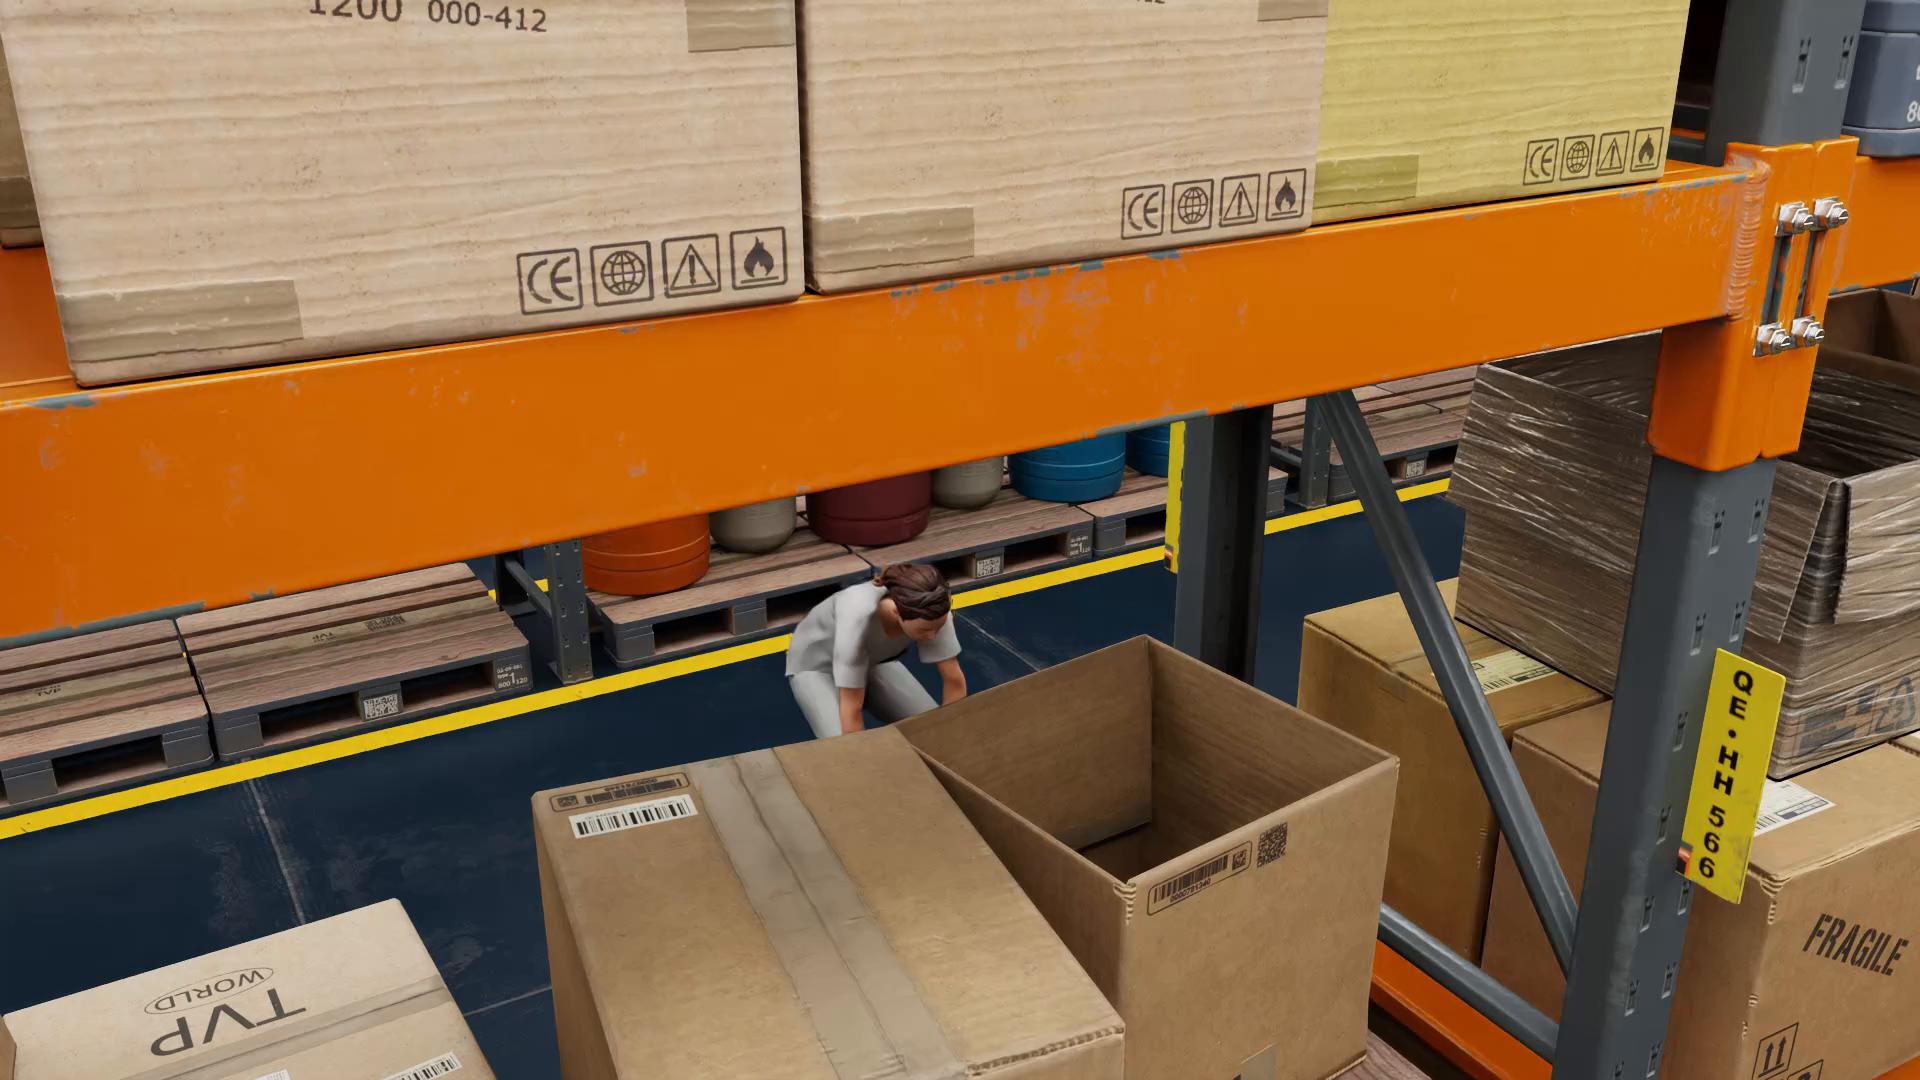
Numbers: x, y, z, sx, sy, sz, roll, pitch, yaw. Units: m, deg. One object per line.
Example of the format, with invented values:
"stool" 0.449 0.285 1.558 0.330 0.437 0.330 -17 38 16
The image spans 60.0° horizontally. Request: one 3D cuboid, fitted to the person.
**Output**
"person" -0.270 0.519 5.549 0.490 1.116 0.746 -12 25 -28
